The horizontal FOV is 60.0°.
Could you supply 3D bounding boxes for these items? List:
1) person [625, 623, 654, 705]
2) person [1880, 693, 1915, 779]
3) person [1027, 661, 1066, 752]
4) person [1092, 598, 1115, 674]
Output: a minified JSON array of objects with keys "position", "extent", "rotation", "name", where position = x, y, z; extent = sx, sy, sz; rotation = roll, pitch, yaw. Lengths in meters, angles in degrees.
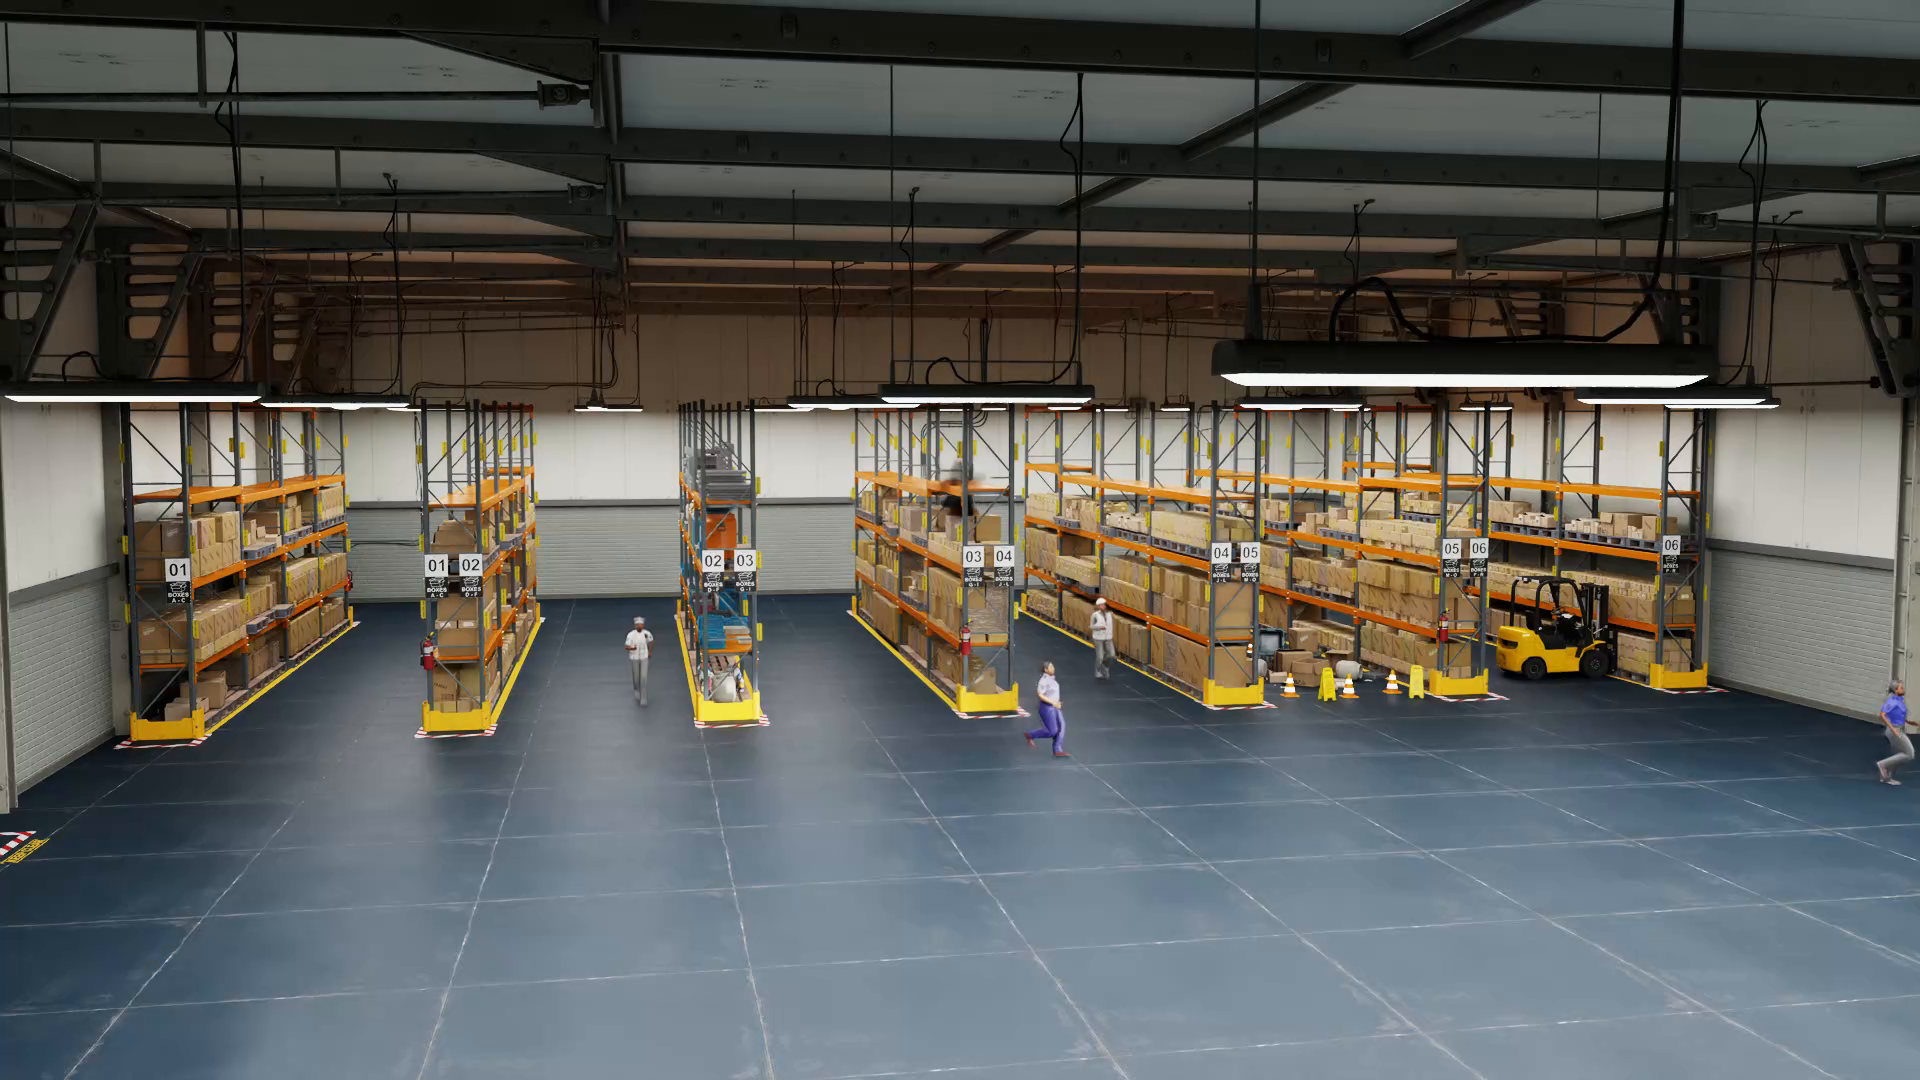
[{"position":[-6.341,2.386,32.928],"extent":[0.581,1.659,0.876],"rotation":[-1,4,-12],"name":"person"},{"position":[14.490,3.048,25.669],"extent":[0.478,1.341,0.532],"rotation":[3,5,34],"name":"person"},{"position":[1.458,2.795,27.880],"extent":[0.608,1.541,0.622],"rotation":[1,5,18],"name":"person"},{"position":[3.124,2.093,35.895],"extent":[0.499,1.672,0.647],"rotation":[-2,5,-20],"name":"person"}]
